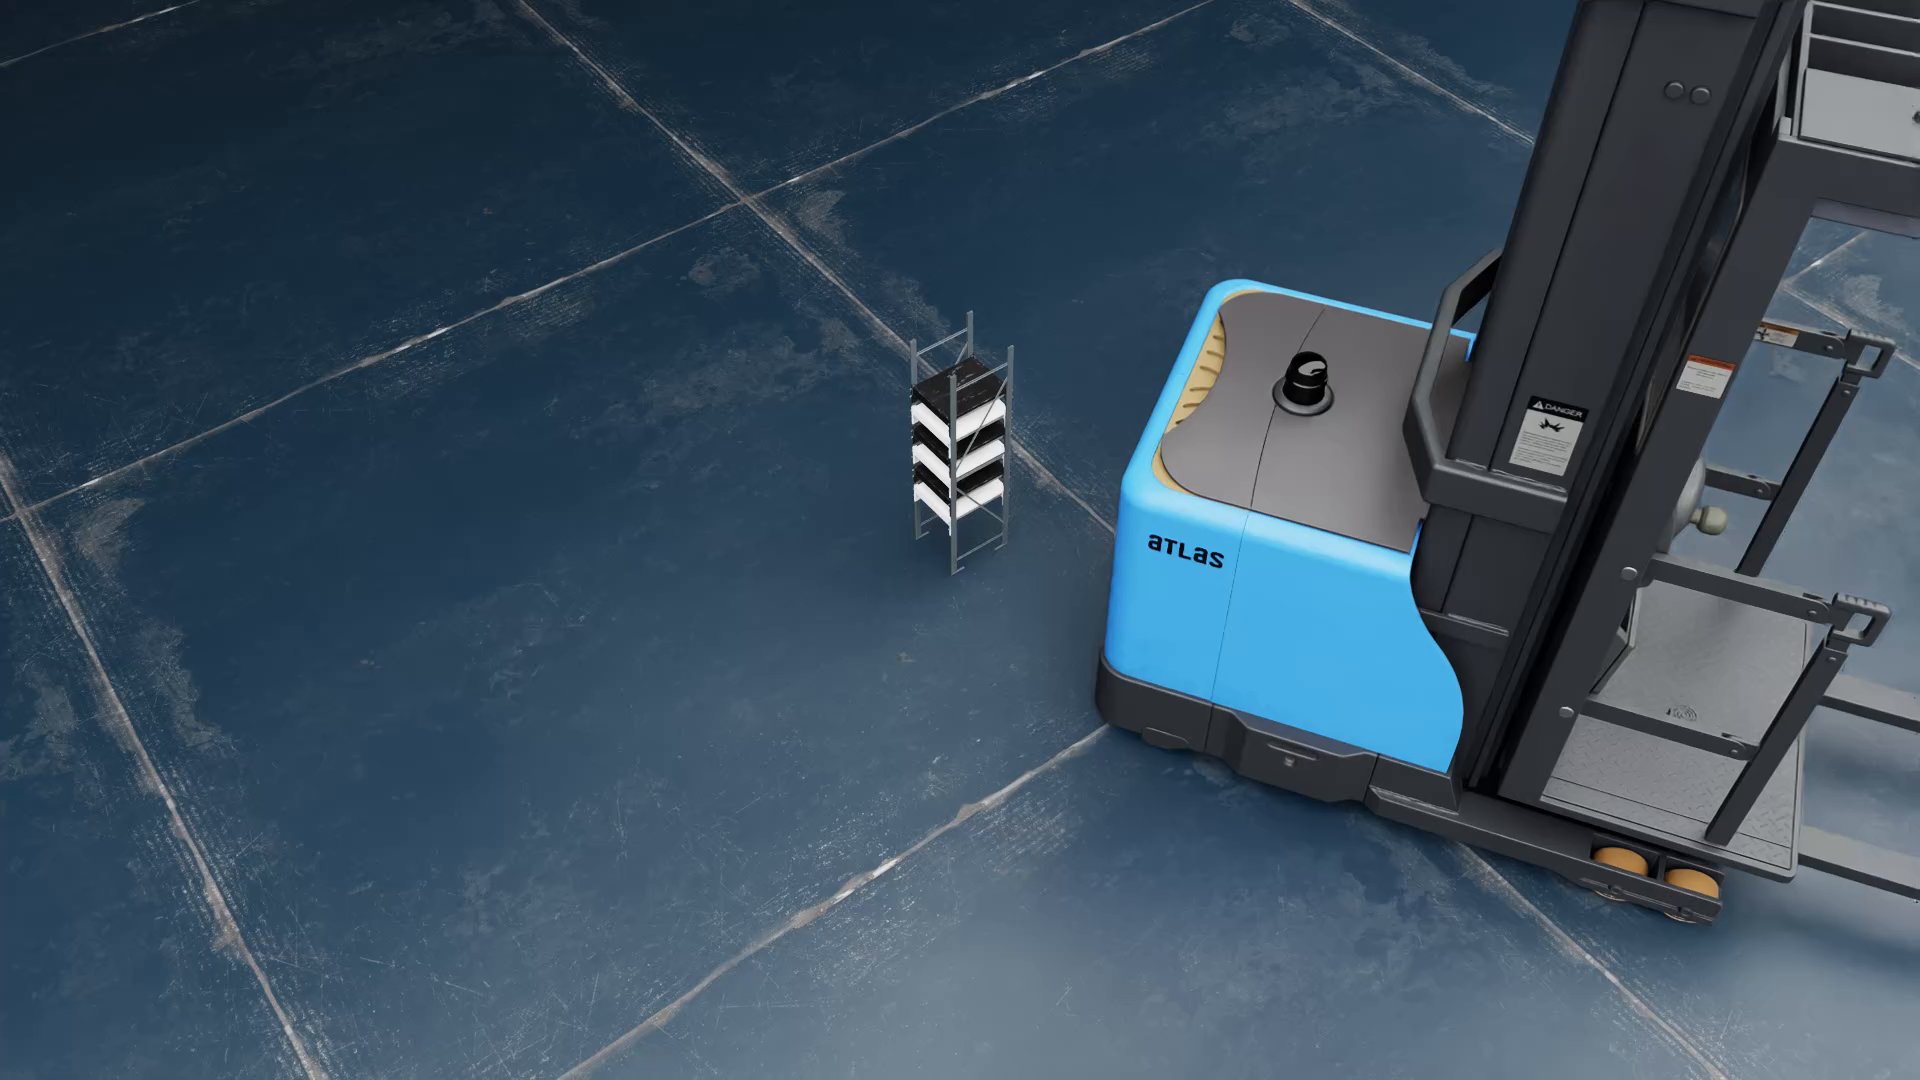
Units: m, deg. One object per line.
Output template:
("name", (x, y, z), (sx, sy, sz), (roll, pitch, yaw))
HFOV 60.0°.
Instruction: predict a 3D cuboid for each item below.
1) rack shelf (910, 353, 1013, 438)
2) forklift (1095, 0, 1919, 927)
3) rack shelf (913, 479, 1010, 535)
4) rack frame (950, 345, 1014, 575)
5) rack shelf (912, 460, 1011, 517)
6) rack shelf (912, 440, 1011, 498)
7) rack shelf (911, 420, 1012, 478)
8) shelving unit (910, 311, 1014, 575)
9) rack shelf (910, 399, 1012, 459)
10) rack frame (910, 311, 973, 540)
("rack shelf", (0.005, -0.456, 5.237), (0.258, 0.077, 0.200), (-29, 54, -24))
("forklift", (1.992, -0.341, 4.081), (3.031, 2.935, 1.130), (16, 50, 14))
("rack shelf", (0.005, -0.154, 5.570), (0.258, 0.077, 0.200), (-29, 54, -24))
("rack frame", (0.066, -0.237, 5.358), (0.240, 0.900, 0.006), (-29, 54, -24))
("rack shelf", (0.005, -0.215, 5.504), (0.258, 0.077, 0.200), (-29, 54, -24))
("rack shelf", (0.005, -0.275, 5.437), (0.258, 0.077, 0.200), (-29, 54, -24))
("rack shelf", (0.005, -0.336, 5.370), (0.258, 0.077, 0.200), (-29, 54, -24))
("shelving unit", (0.005, -0.297, 5.412), (0.258, 0.900, 0.210), (-29, 54, -24))
("rack shelf", (0.005, -0.396, 5.304), (0.258, 0.077, 0.200), (-29, 54, -24))
("rack frame", (-0.057, -0.357, 5.467), (0.240, 0.900, 0.006), (-29, 54, -24))
